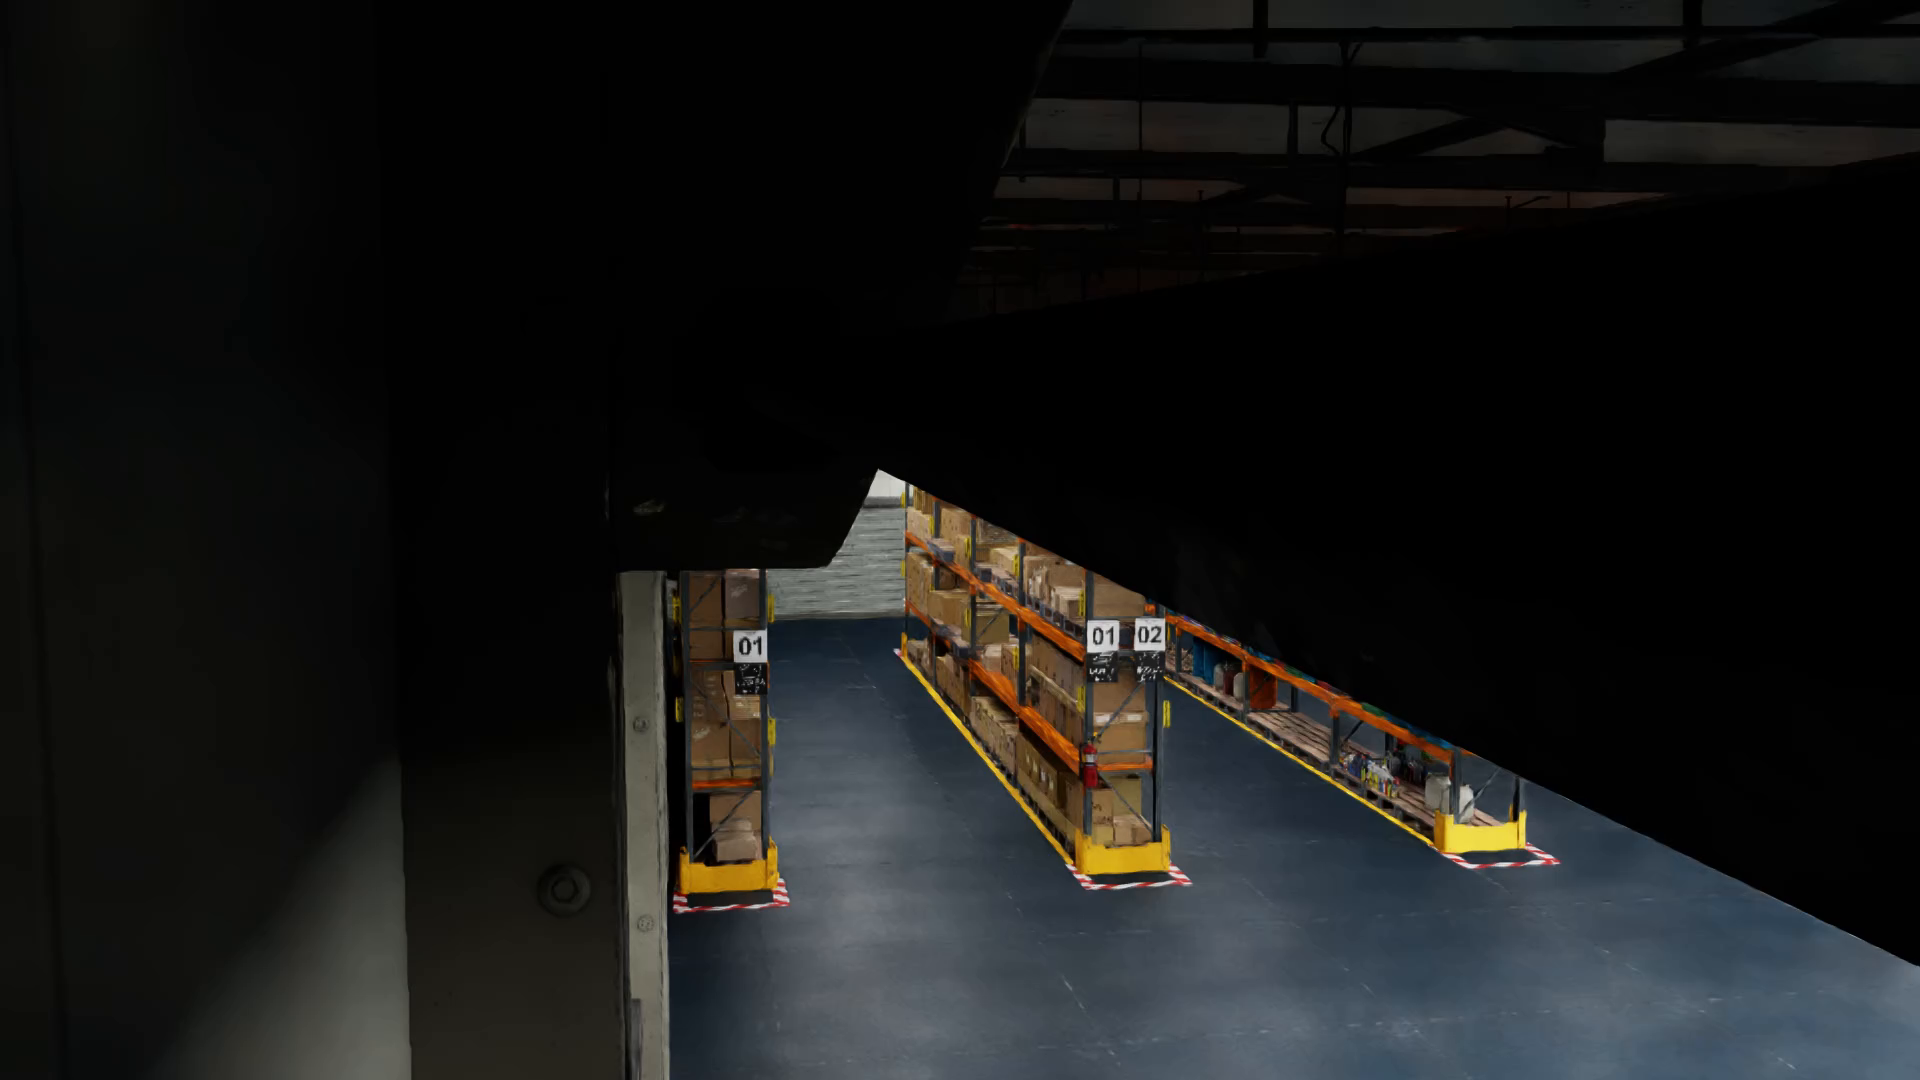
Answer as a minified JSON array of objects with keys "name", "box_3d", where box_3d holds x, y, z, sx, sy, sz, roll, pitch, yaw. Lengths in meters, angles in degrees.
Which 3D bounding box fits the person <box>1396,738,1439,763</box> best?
[{"name":"person","box_3d":[7.347,2.685,26.674,0.682,1.749,0.669,-3,7,-30]}]
